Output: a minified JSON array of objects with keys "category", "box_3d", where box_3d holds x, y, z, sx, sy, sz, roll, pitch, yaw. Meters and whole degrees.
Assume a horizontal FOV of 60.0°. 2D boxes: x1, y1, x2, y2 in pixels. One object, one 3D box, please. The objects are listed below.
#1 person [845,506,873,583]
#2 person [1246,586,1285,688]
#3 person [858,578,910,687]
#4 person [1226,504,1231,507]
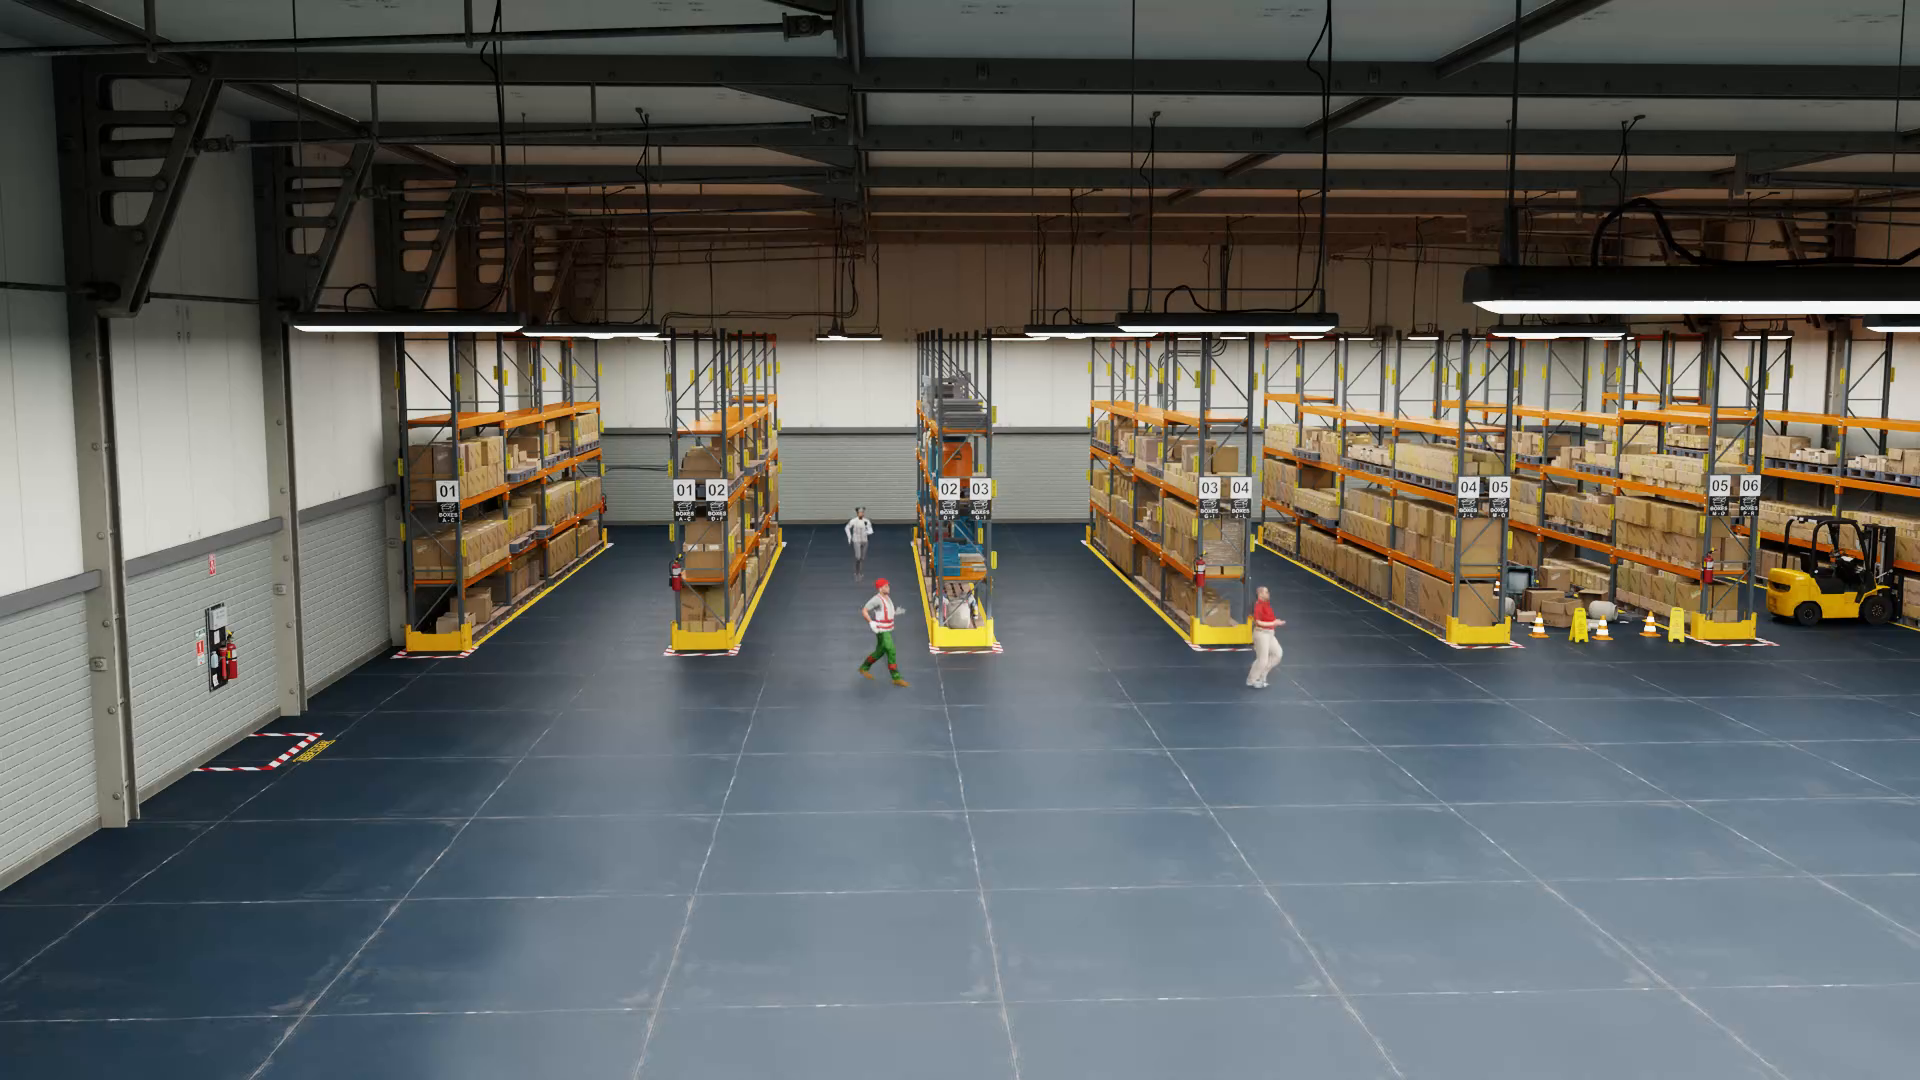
[{"category":"person","box_3d":[-2.293,0.101,38.296,0.578,1.756,0.674,-2,7,-18]},{"category":"person","box_3d":[5.105,1.633,27.642,0.656,1.736,0.644,3,7,26]},{"category":"person","box_3d":[-1.279,1.526,27.839,0.983,1.785,0.658,2,7,18]},{"category":"person","box_3d":[7.432,-0.562,46.995,0.595,1.510,0.550,1,7,11]}]
